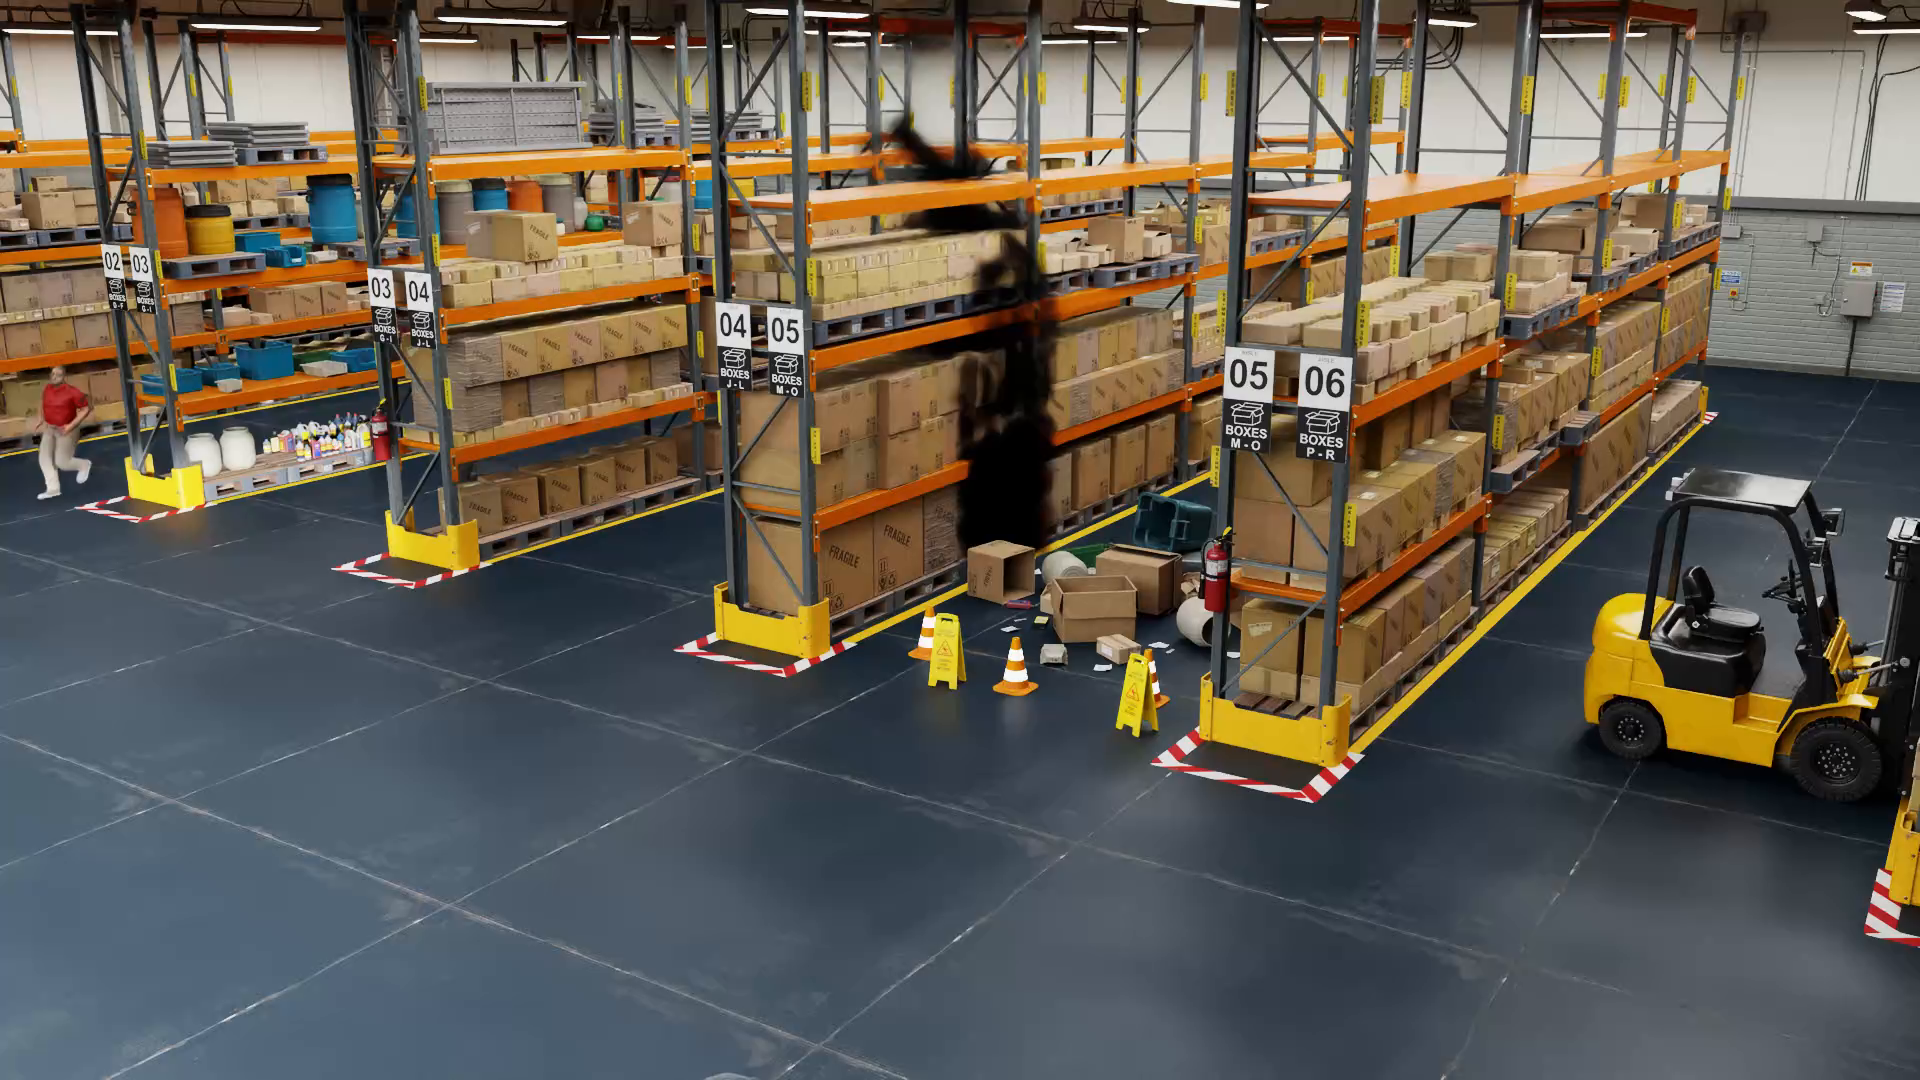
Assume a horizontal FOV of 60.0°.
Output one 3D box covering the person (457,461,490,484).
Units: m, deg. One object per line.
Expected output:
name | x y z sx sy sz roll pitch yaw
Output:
person | -6.044 -1.042 20.372 0.527 1.418 0.683 9 18 29
